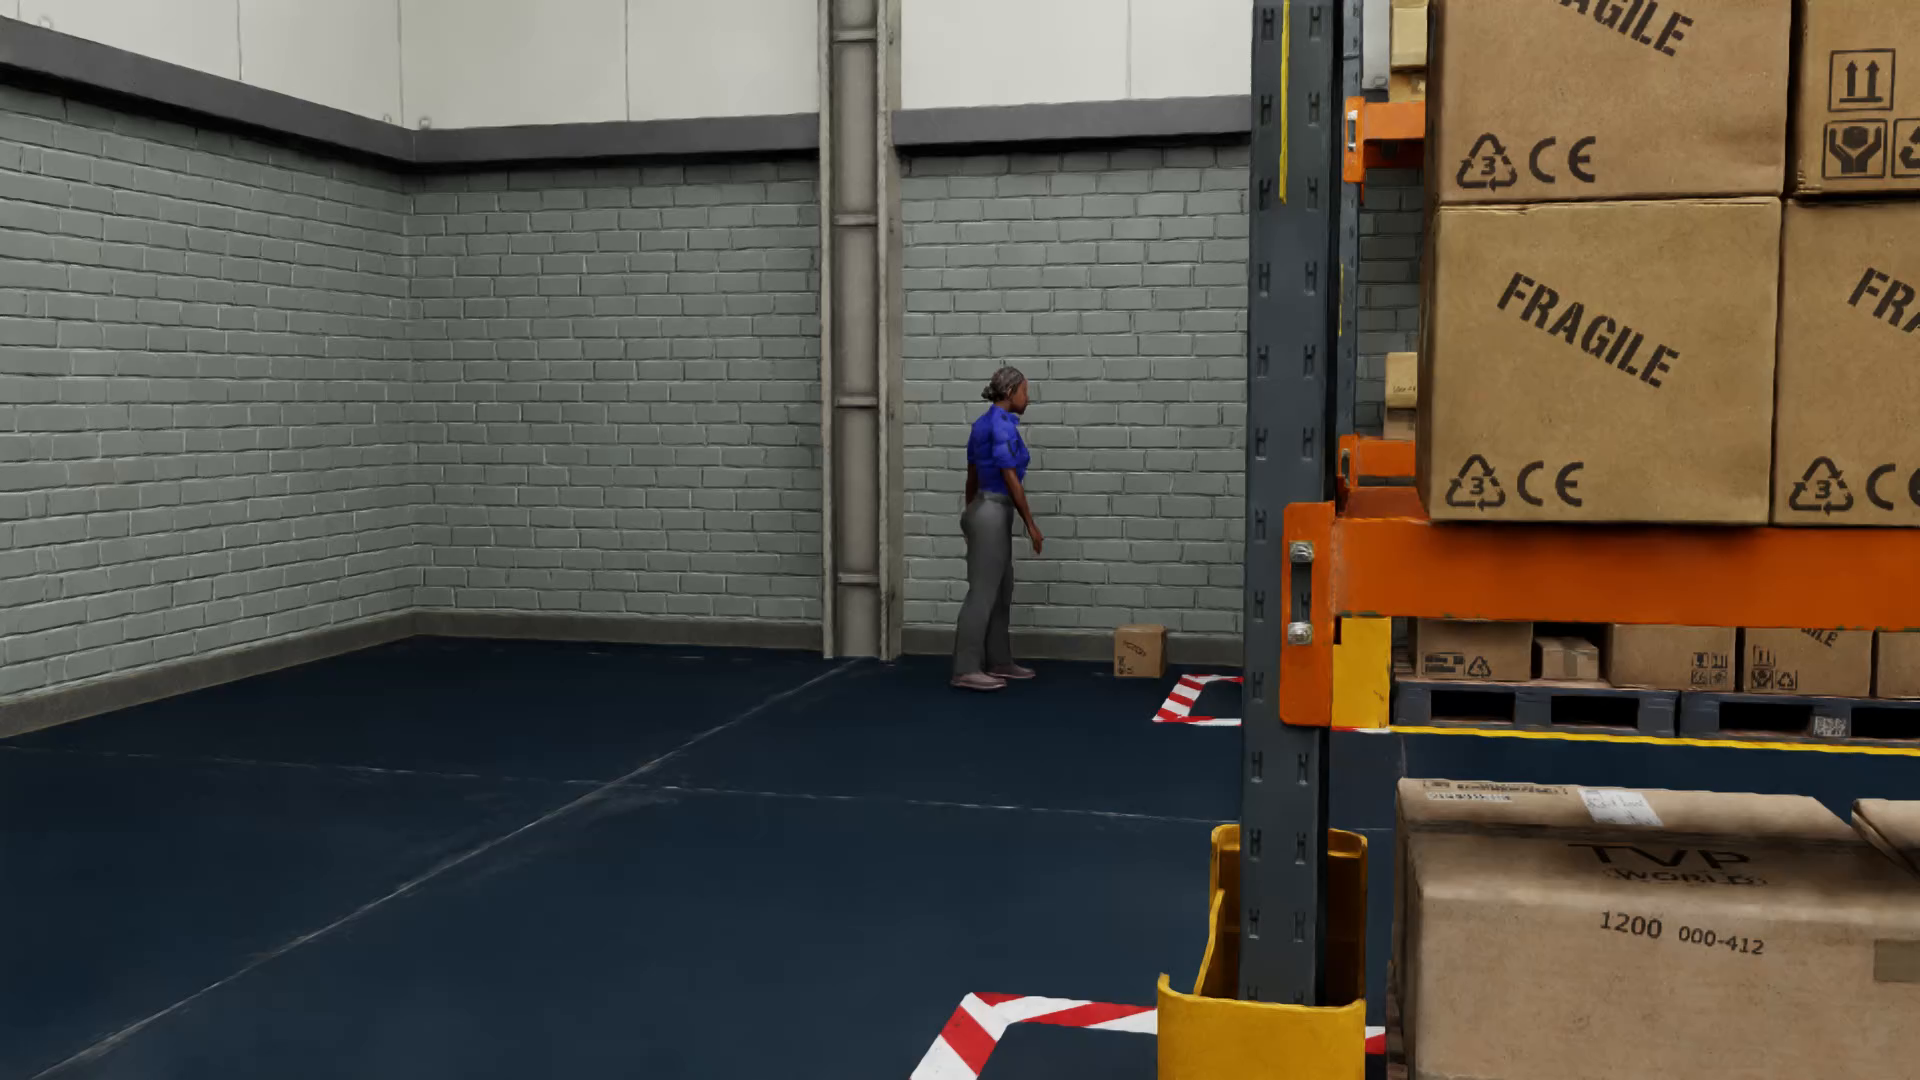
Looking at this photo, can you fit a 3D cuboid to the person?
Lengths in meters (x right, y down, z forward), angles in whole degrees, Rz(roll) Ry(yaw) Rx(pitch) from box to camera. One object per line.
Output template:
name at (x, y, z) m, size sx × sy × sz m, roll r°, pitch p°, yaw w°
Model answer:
person at (0.184, -0.066, 8.611) m, size 0.535 × 1.661 × 0.594 m, roll -1°, pitch 5°, yaw -12°
